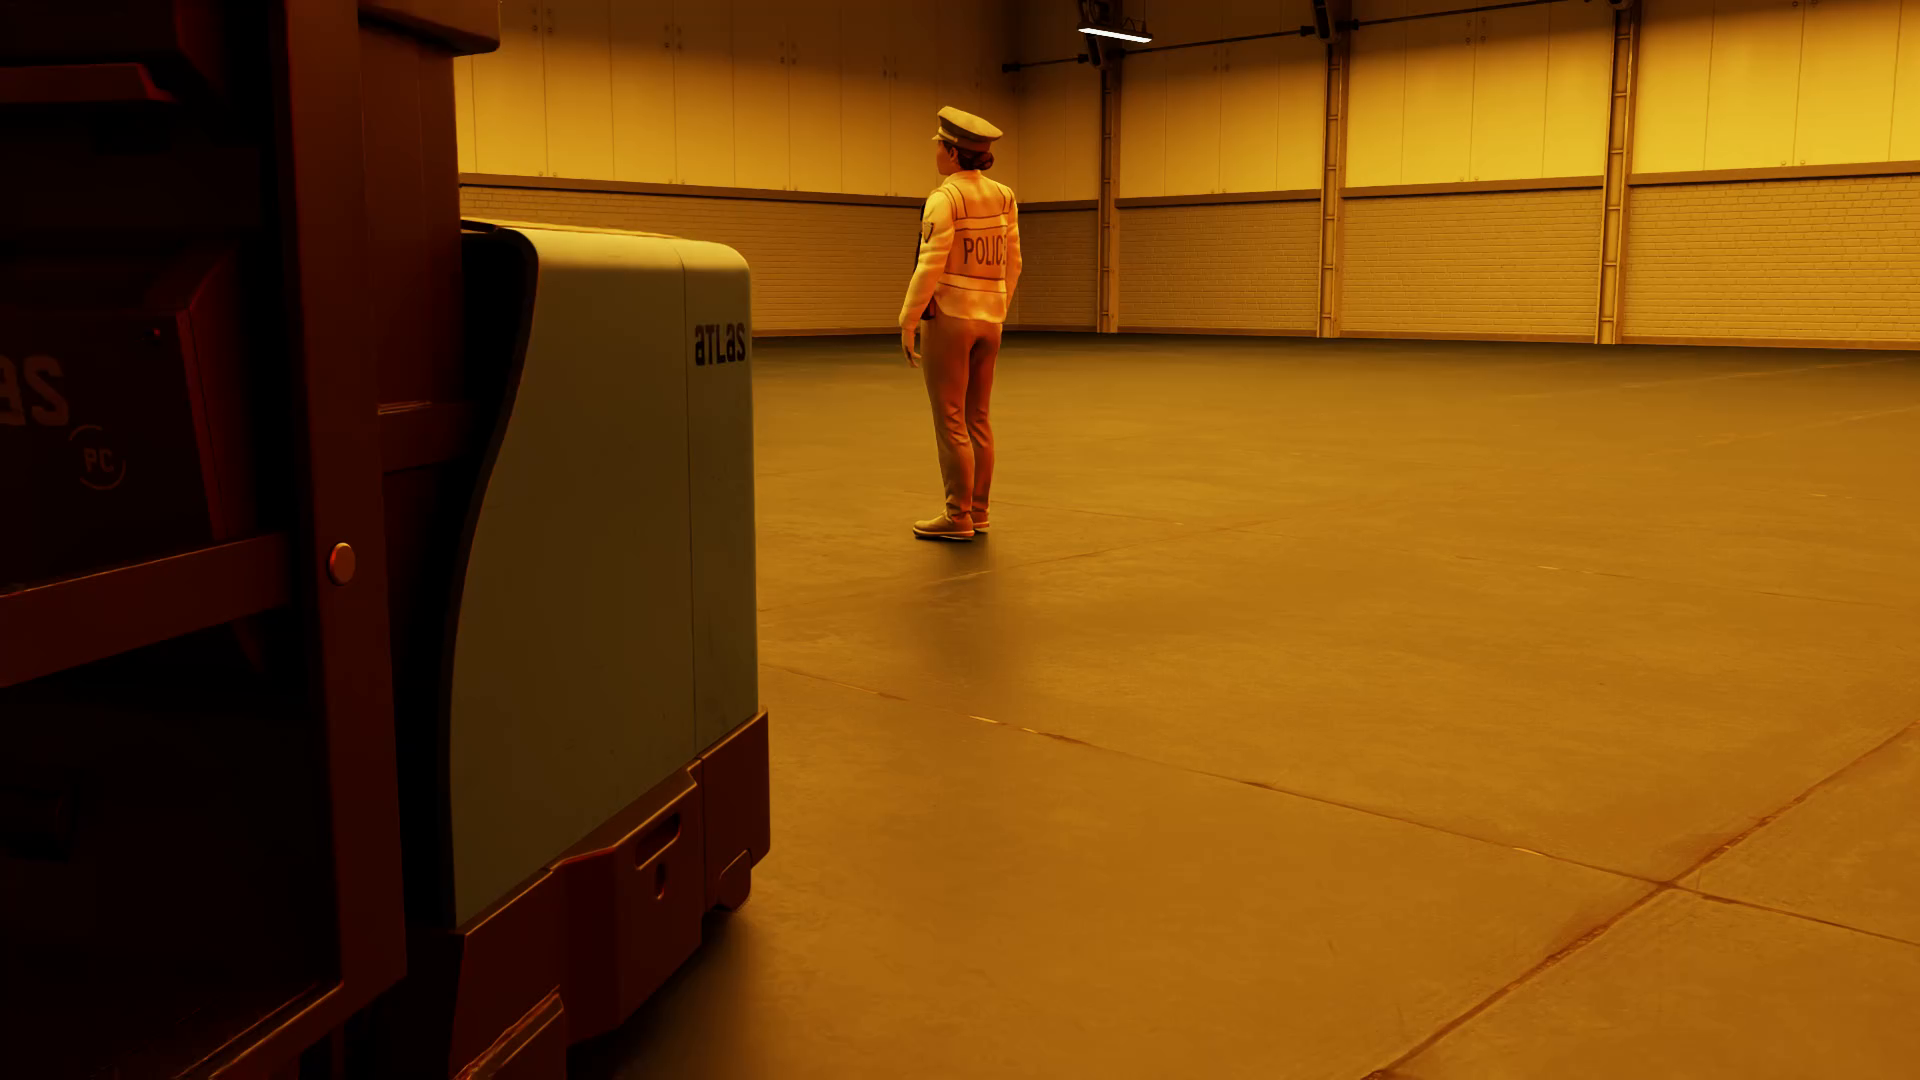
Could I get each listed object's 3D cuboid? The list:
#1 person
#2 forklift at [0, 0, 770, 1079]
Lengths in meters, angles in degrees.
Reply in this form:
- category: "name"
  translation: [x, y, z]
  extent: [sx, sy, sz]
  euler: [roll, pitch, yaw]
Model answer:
- category: "person"
  translation: [-0.045, -0.853, 6.642]
  extent: [0.531, 1.695, 0.588]
  euler: [8, 12, 43]
- category: "forklift"
  translation: [-1.147, -0.669, 1.314]
  extent: [1.130, 2.935, 3.031]
  euler: [2, 9, 13]
